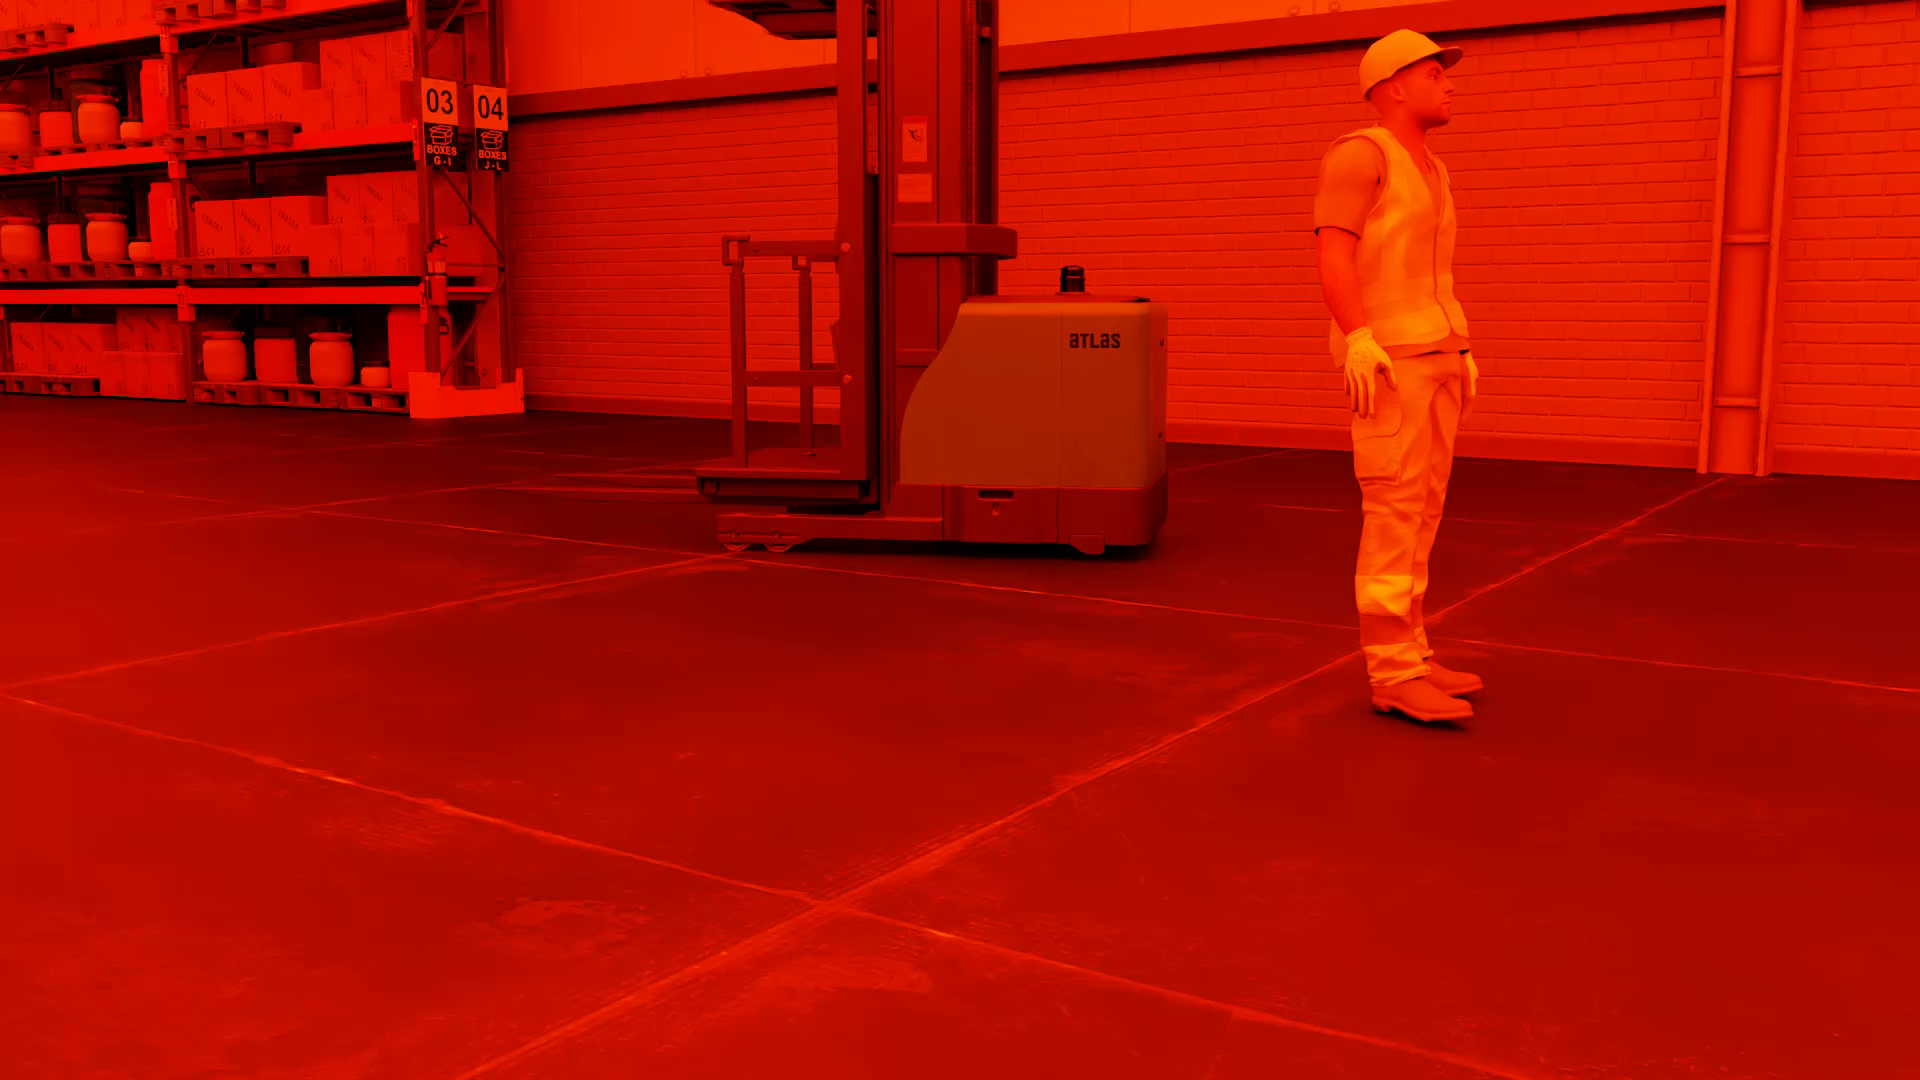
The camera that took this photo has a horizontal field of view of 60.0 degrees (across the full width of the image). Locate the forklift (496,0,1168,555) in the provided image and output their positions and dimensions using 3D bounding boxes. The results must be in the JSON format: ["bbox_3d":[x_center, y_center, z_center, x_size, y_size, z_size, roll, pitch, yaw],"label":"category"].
[{"bbox_3d":[-0.596,-1.469,7.520,3.031,2.935,1.130,2,8,12],"label":"forklift"}]

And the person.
[{"bbox_3d":[1.254,-0.462,4.446,0.564,1.787,0.638,7,11,42],"label":"person"}]
